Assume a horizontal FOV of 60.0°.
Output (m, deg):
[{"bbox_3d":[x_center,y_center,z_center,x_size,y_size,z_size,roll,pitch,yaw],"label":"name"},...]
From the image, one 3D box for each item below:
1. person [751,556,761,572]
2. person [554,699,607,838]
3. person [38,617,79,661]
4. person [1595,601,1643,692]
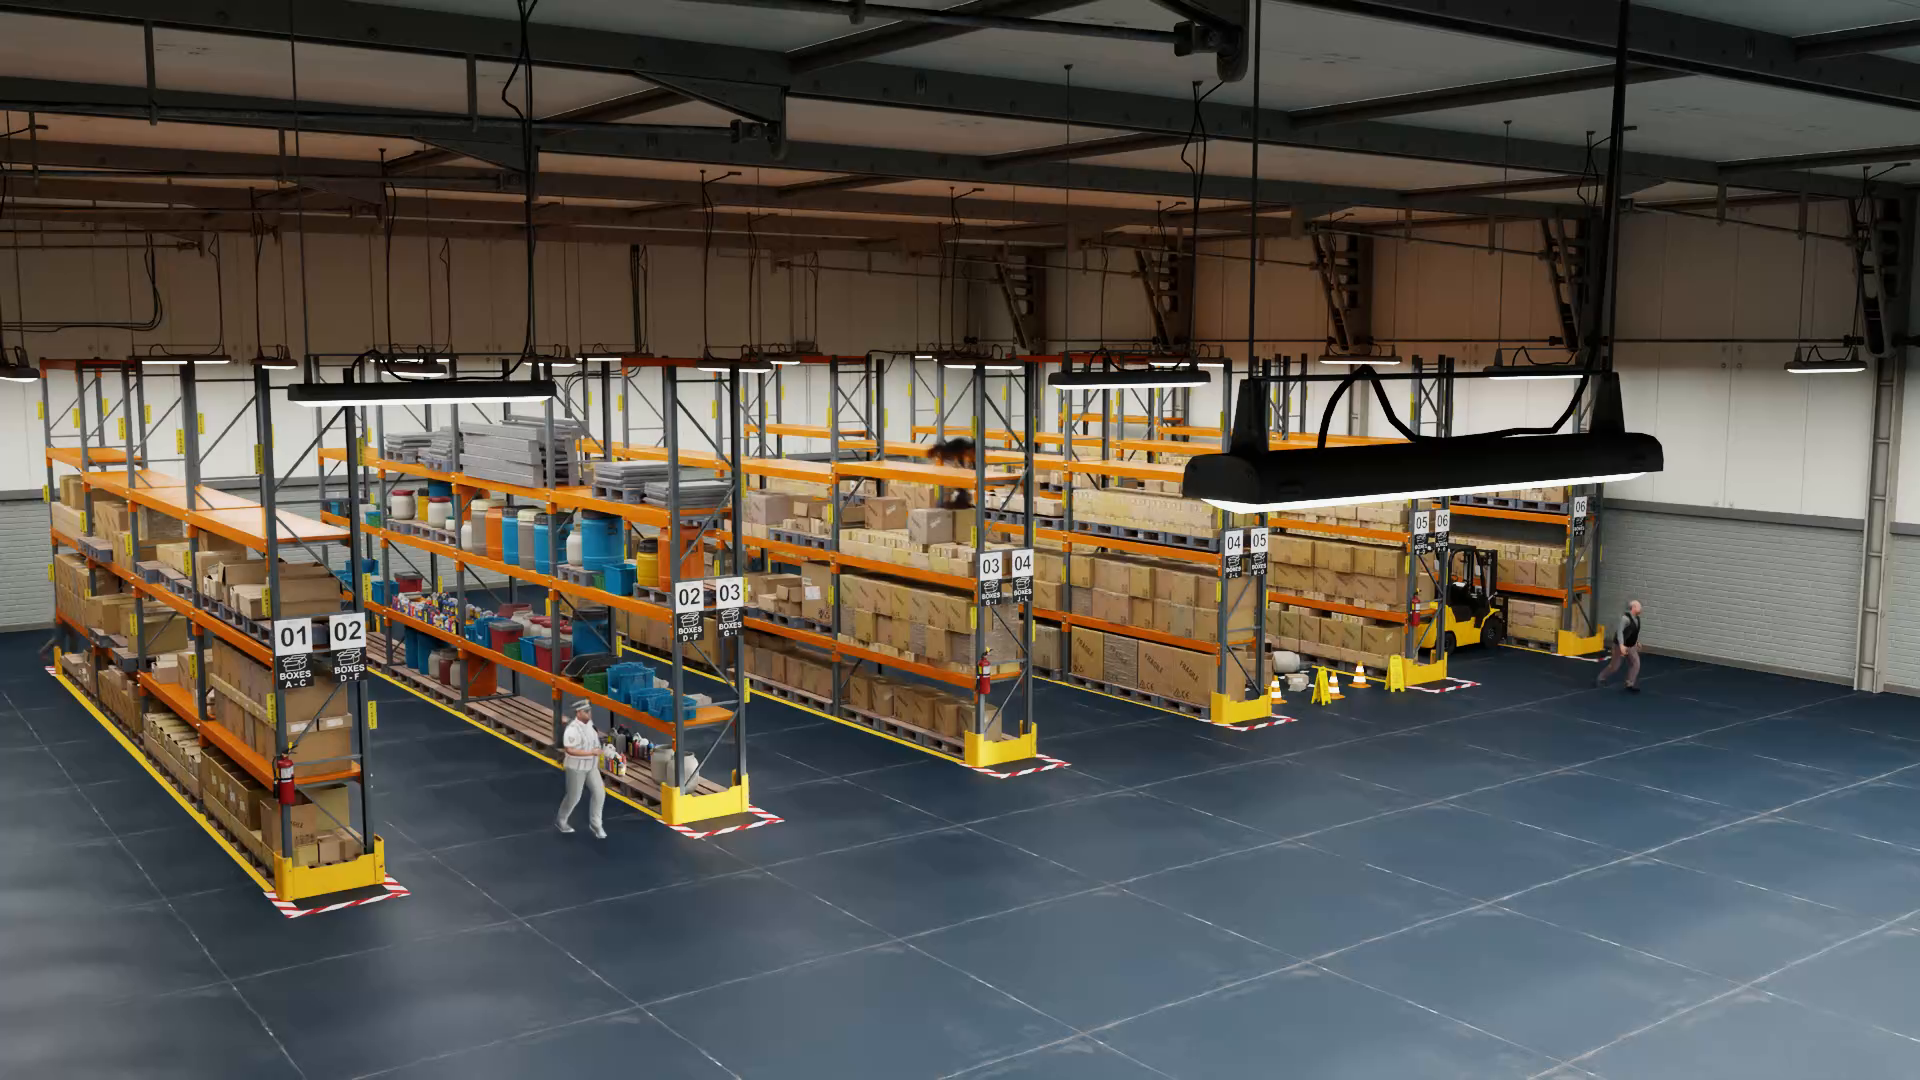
[{"bbox_3d":[-5.208,0.476,42.450,0.542,1.547,0.623,6,9,39],"label":"person"},{"bbox_3d":[-4.826,2.936,21.208,0.788,1.874,0.661,4,8,27],"label":"person"},{"bbox_3d":[-17.658,1.642,32.702,0.571,1.573,0.822,6,9,43],"label":"person"},{"bbox_3d":[12.016,1.897,30.208,0.703,1.657,0.824,-5,9,-39],"label":"person"}]
